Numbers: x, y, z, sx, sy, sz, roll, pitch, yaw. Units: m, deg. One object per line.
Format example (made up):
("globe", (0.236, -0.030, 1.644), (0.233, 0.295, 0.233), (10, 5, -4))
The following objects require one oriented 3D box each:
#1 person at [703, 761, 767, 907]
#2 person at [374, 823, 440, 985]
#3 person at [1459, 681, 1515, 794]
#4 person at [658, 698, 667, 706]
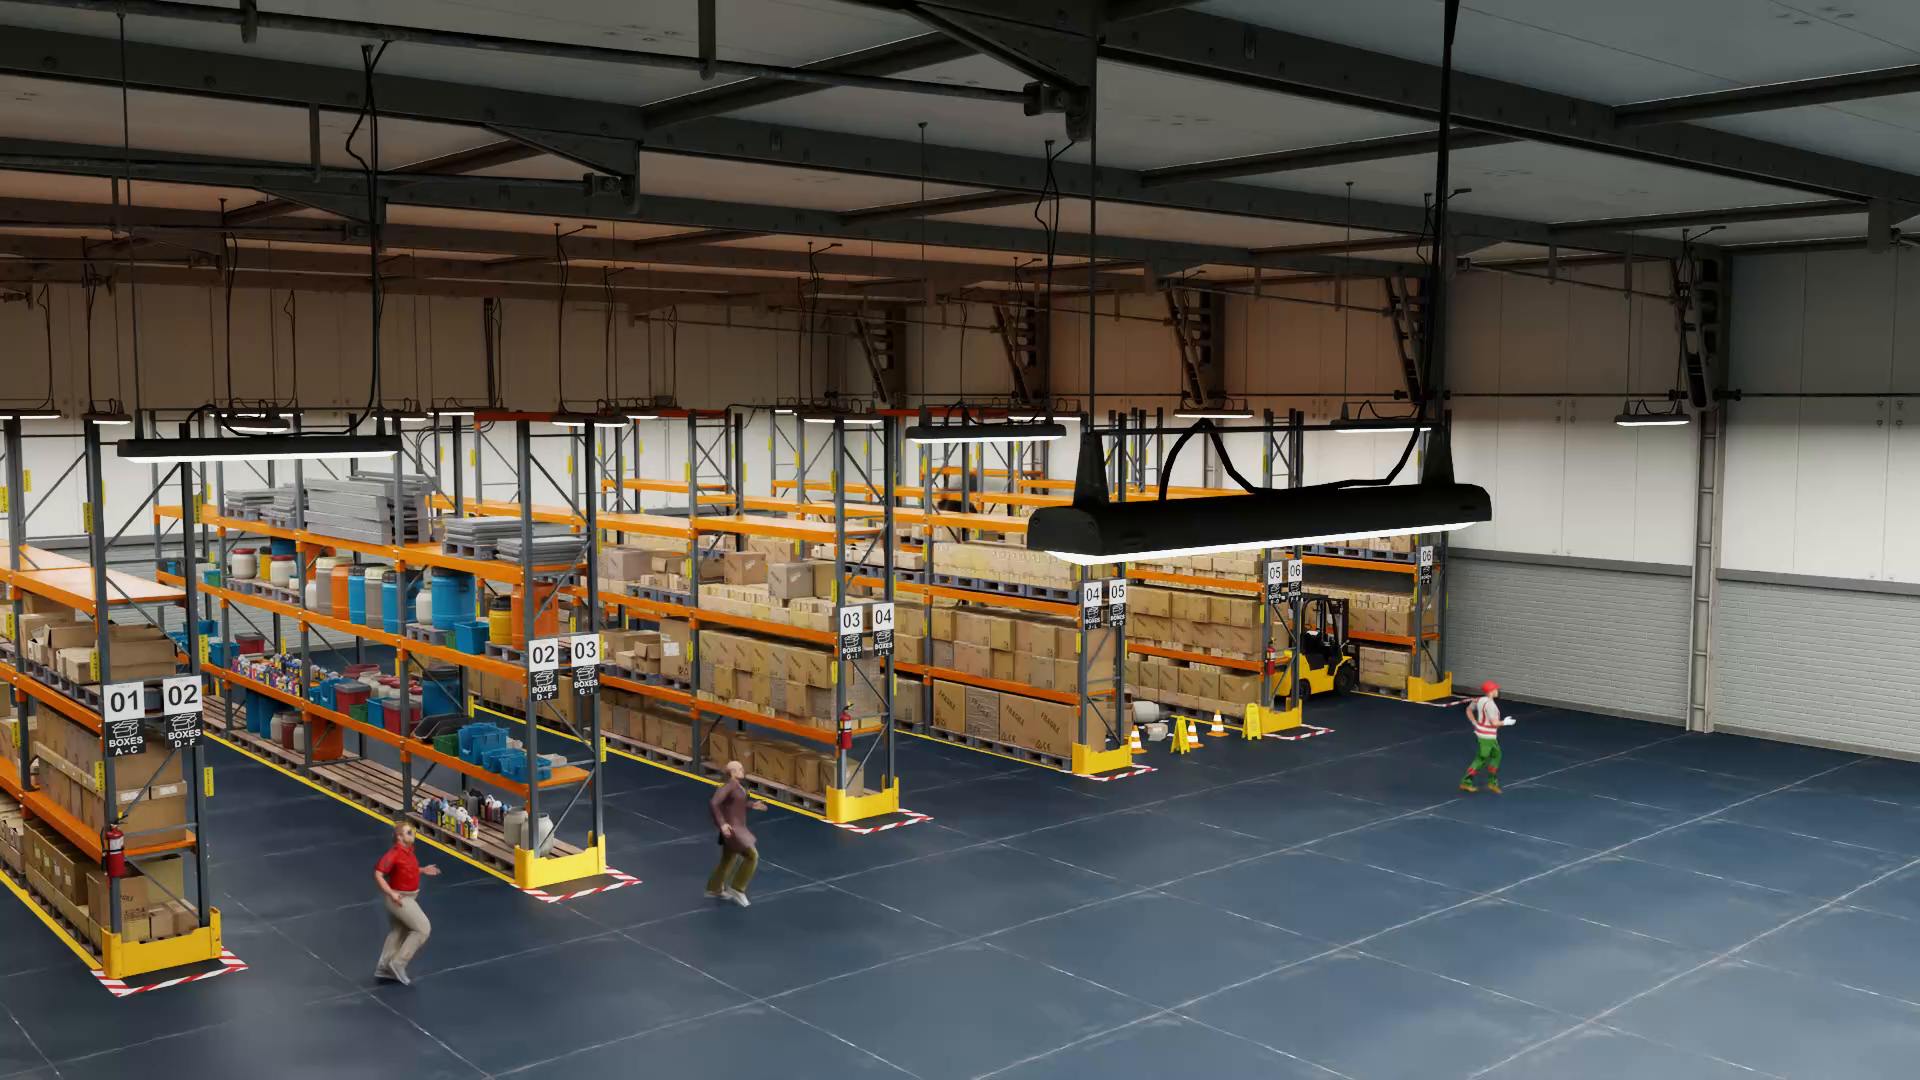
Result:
("person", (-2.798, 3.647, 20.687), (0.808, 1.823, 0.693), (-1, 5, -7))
("person", (-5.979, 3.914, 17.968), (0.698, 1.746, 0.632), (-1, 5, -14))
("person", (8.313, 3.144, 26.253), (0.828, 1.846, 0.600), (0, 5, 5))
("person", (-5.867, 2.618, 32.893), (0.512, 1.662, 0.639), (4, 7, 41))
